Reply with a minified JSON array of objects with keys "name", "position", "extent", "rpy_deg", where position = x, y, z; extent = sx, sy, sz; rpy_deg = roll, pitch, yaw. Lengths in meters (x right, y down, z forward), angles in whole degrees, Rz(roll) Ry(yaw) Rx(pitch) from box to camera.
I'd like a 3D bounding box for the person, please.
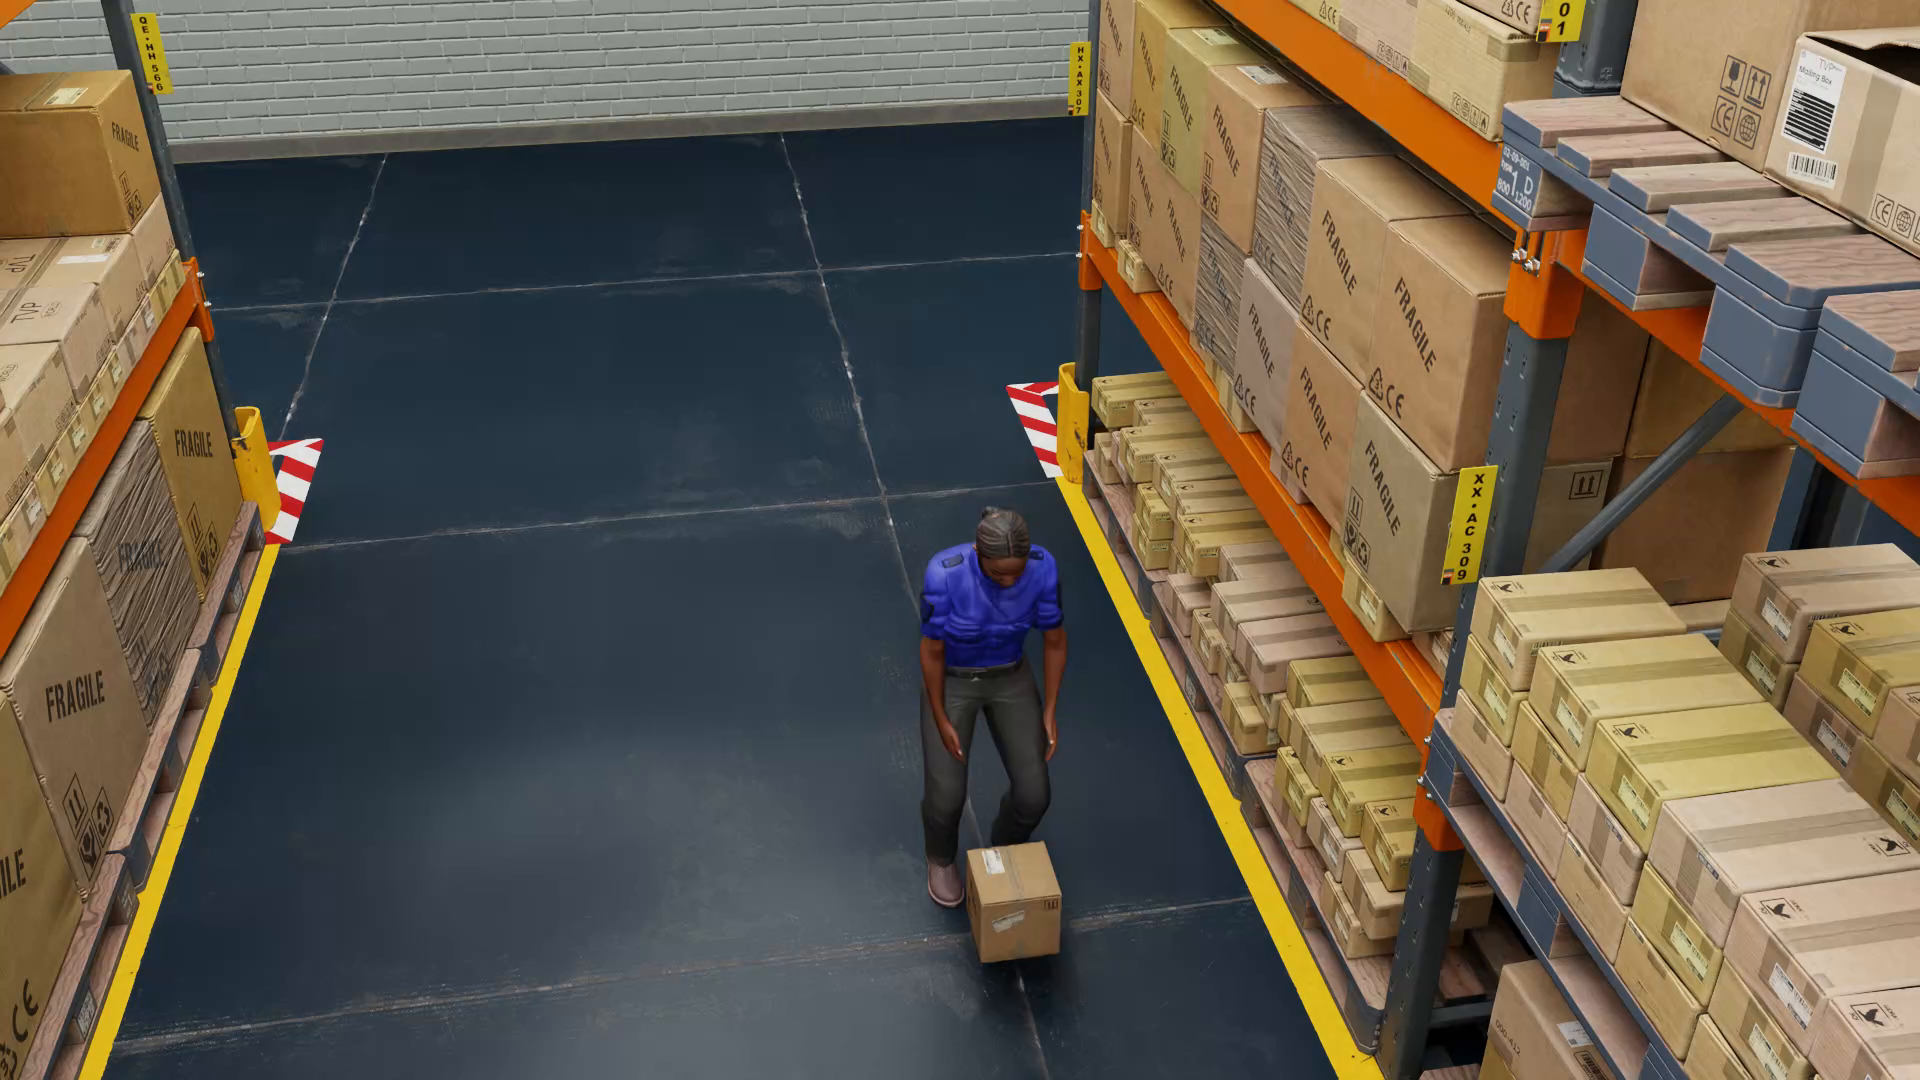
[{"name":"person","position":[0.098,0.518,5.395],"extent":[0.466,1.544,0.471],"rpy_deg":[-5,31,-8]}]
